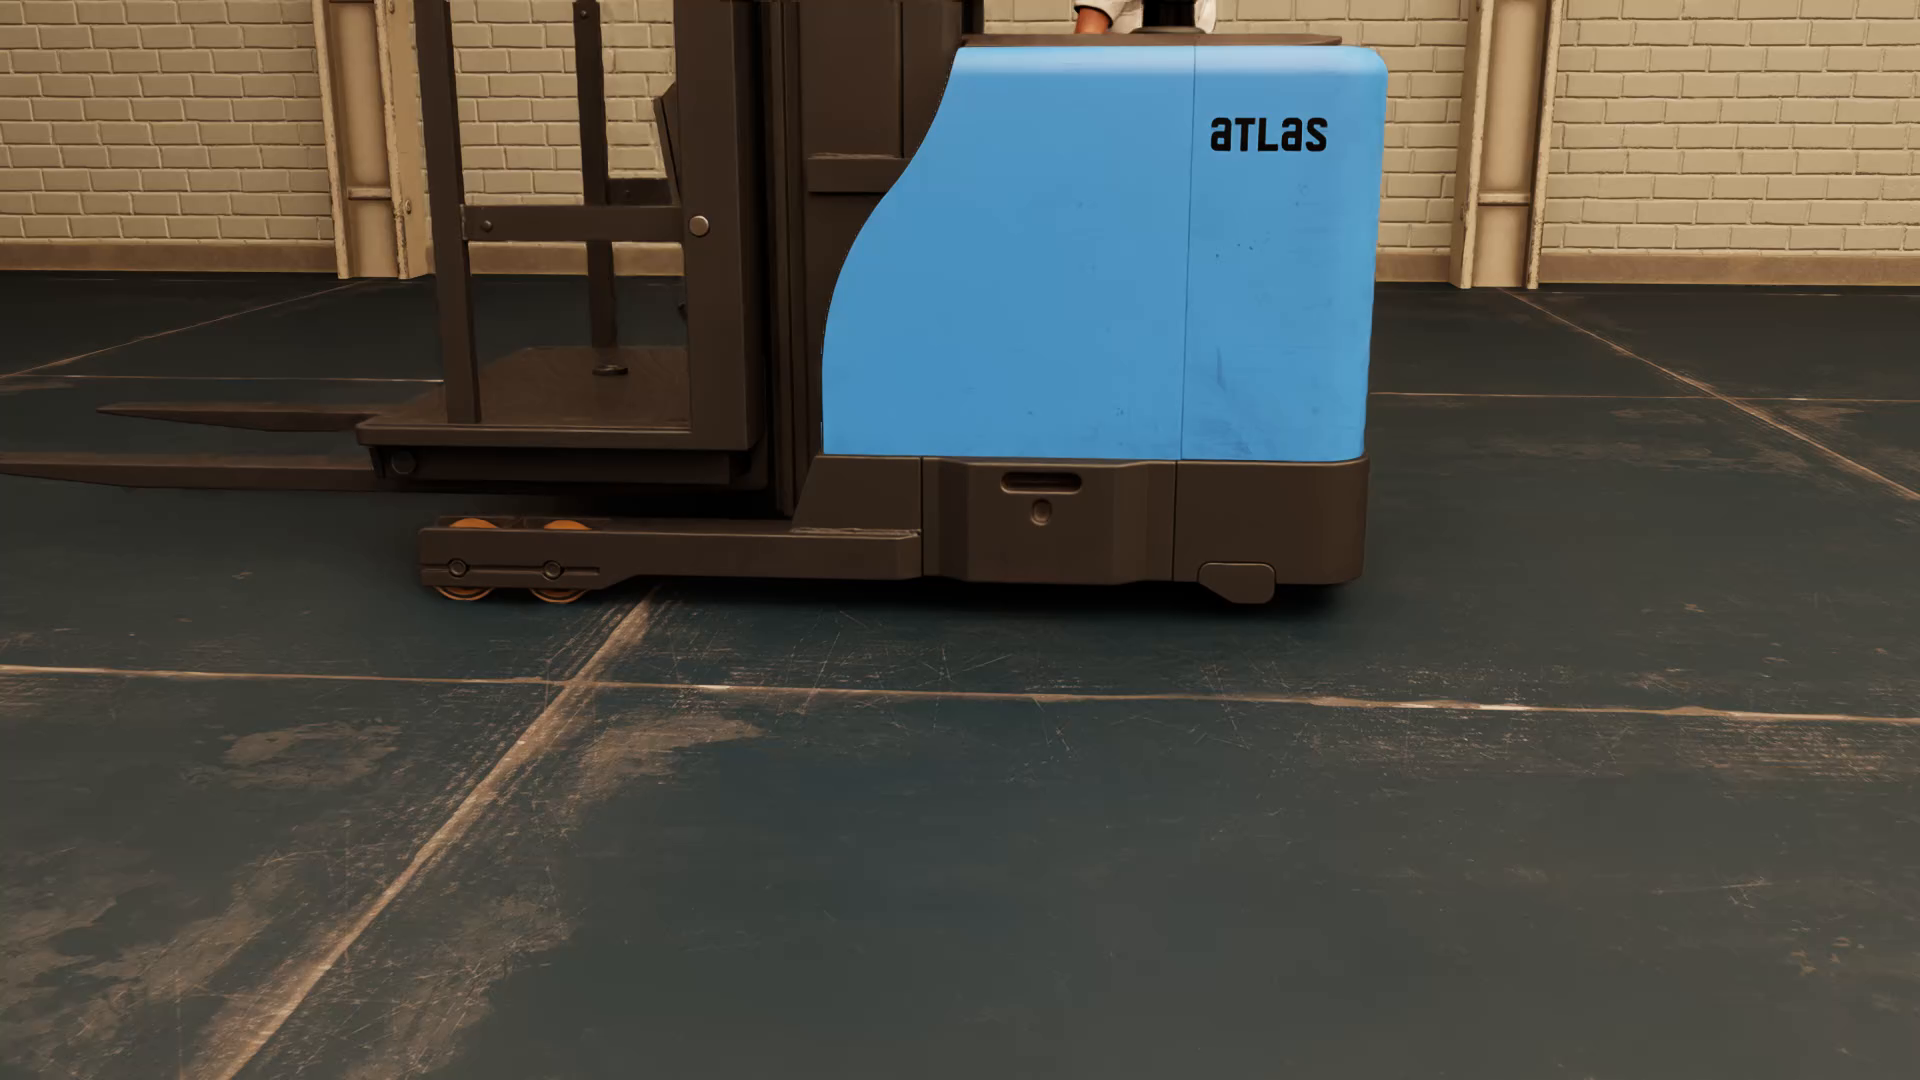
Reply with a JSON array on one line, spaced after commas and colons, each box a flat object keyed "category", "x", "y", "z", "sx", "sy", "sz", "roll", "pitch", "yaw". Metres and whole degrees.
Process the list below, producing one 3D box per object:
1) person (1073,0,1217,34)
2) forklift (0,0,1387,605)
[{"category": "person", "x": 0.597, "y": -1.244, "z": 5.104, "sx": 0.454, "sy": 1.746, "sz": 0.882, "roll": 8, "pitch": 17, "yaw": 27}, {"category": "forklift", "x": -0.679, "y": -1.423, "z": 3.461, "sx": 3.031, "sy": 2.935, "sz": 1.130, "roll": 1, "pitch": 15, "yaw": 4}]
